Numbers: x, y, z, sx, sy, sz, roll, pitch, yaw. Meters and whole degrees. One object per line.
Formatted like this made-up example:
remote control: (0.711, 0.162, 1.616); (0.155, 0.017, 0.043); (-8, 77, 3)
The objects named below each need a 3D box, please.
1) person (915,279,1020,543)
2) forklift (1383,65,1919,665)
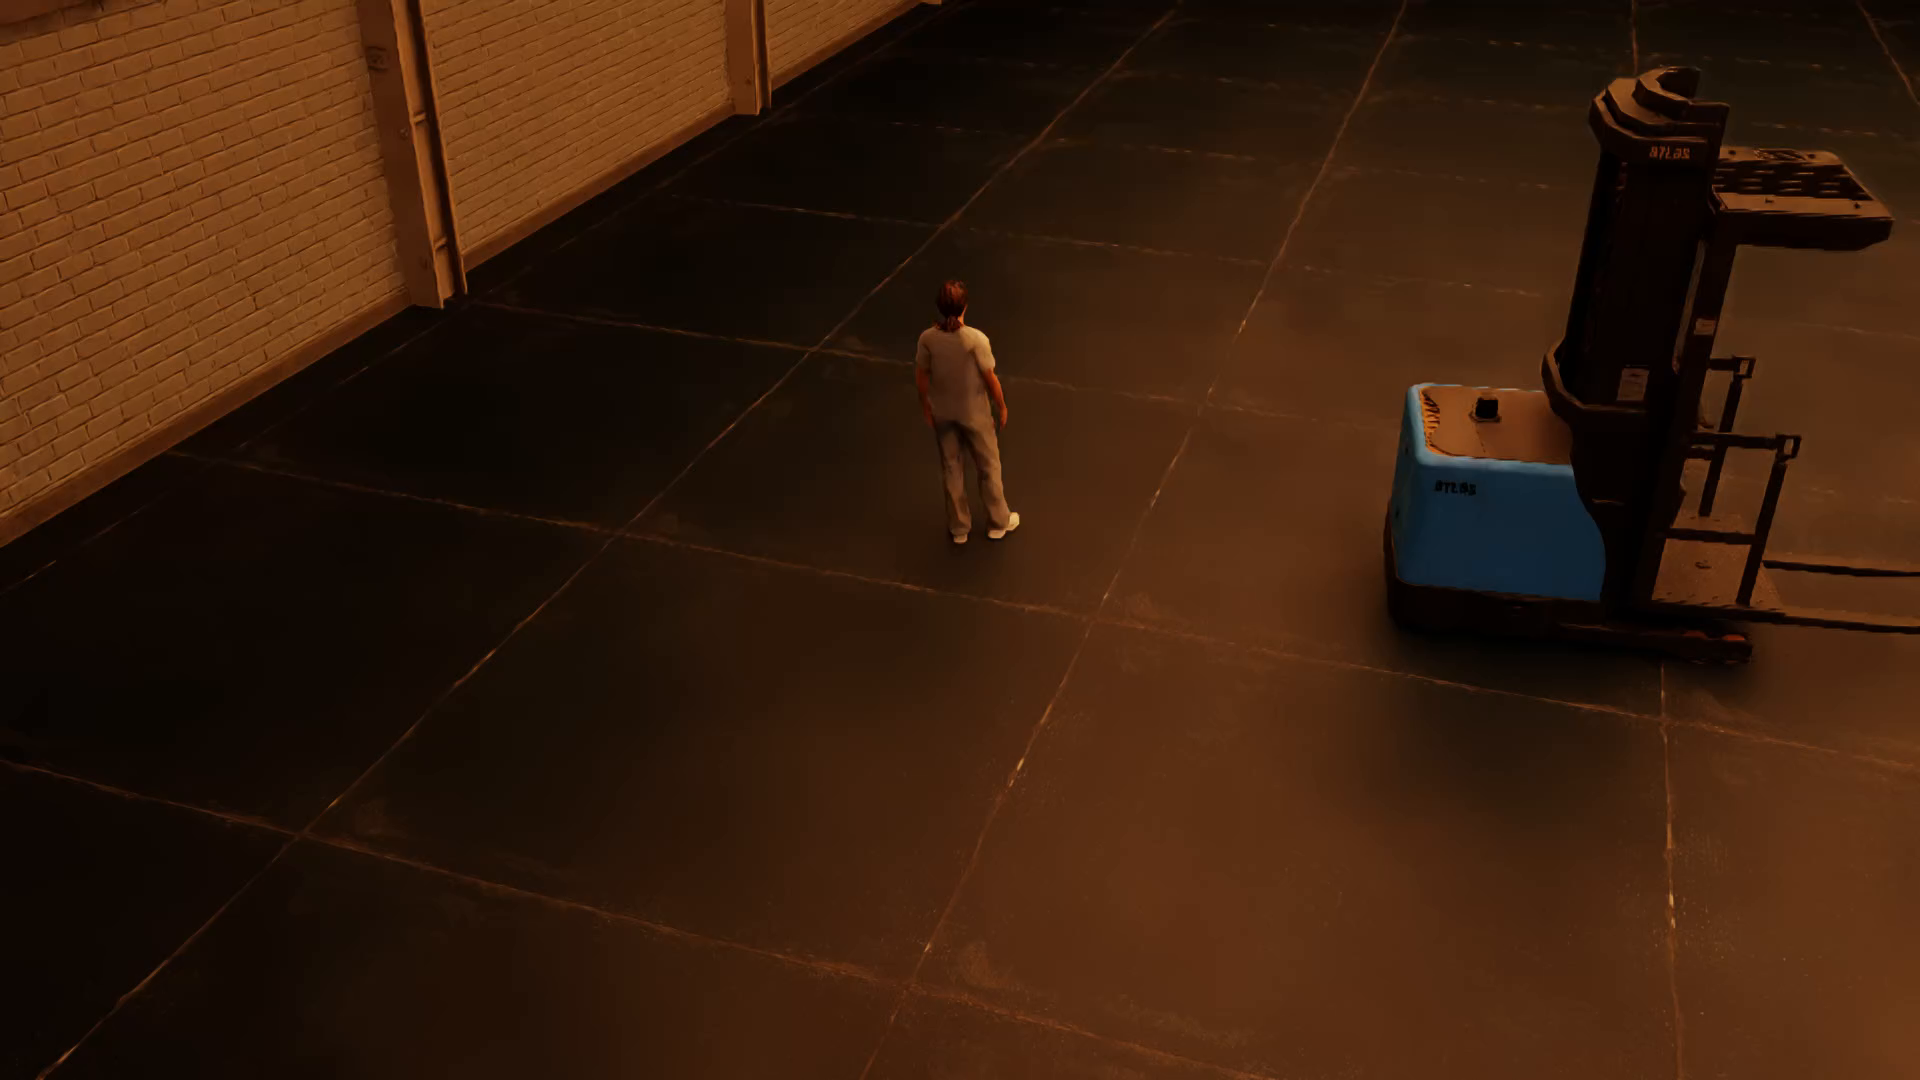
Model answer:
person: (0.037, -0.766, 9.735); (0.550, 1.674, 0.548); (10, 31, 16)
forklift: (3.955, -0.887, 8.693); (3.031, 2.935, 1.130); (5, 30, 9)
